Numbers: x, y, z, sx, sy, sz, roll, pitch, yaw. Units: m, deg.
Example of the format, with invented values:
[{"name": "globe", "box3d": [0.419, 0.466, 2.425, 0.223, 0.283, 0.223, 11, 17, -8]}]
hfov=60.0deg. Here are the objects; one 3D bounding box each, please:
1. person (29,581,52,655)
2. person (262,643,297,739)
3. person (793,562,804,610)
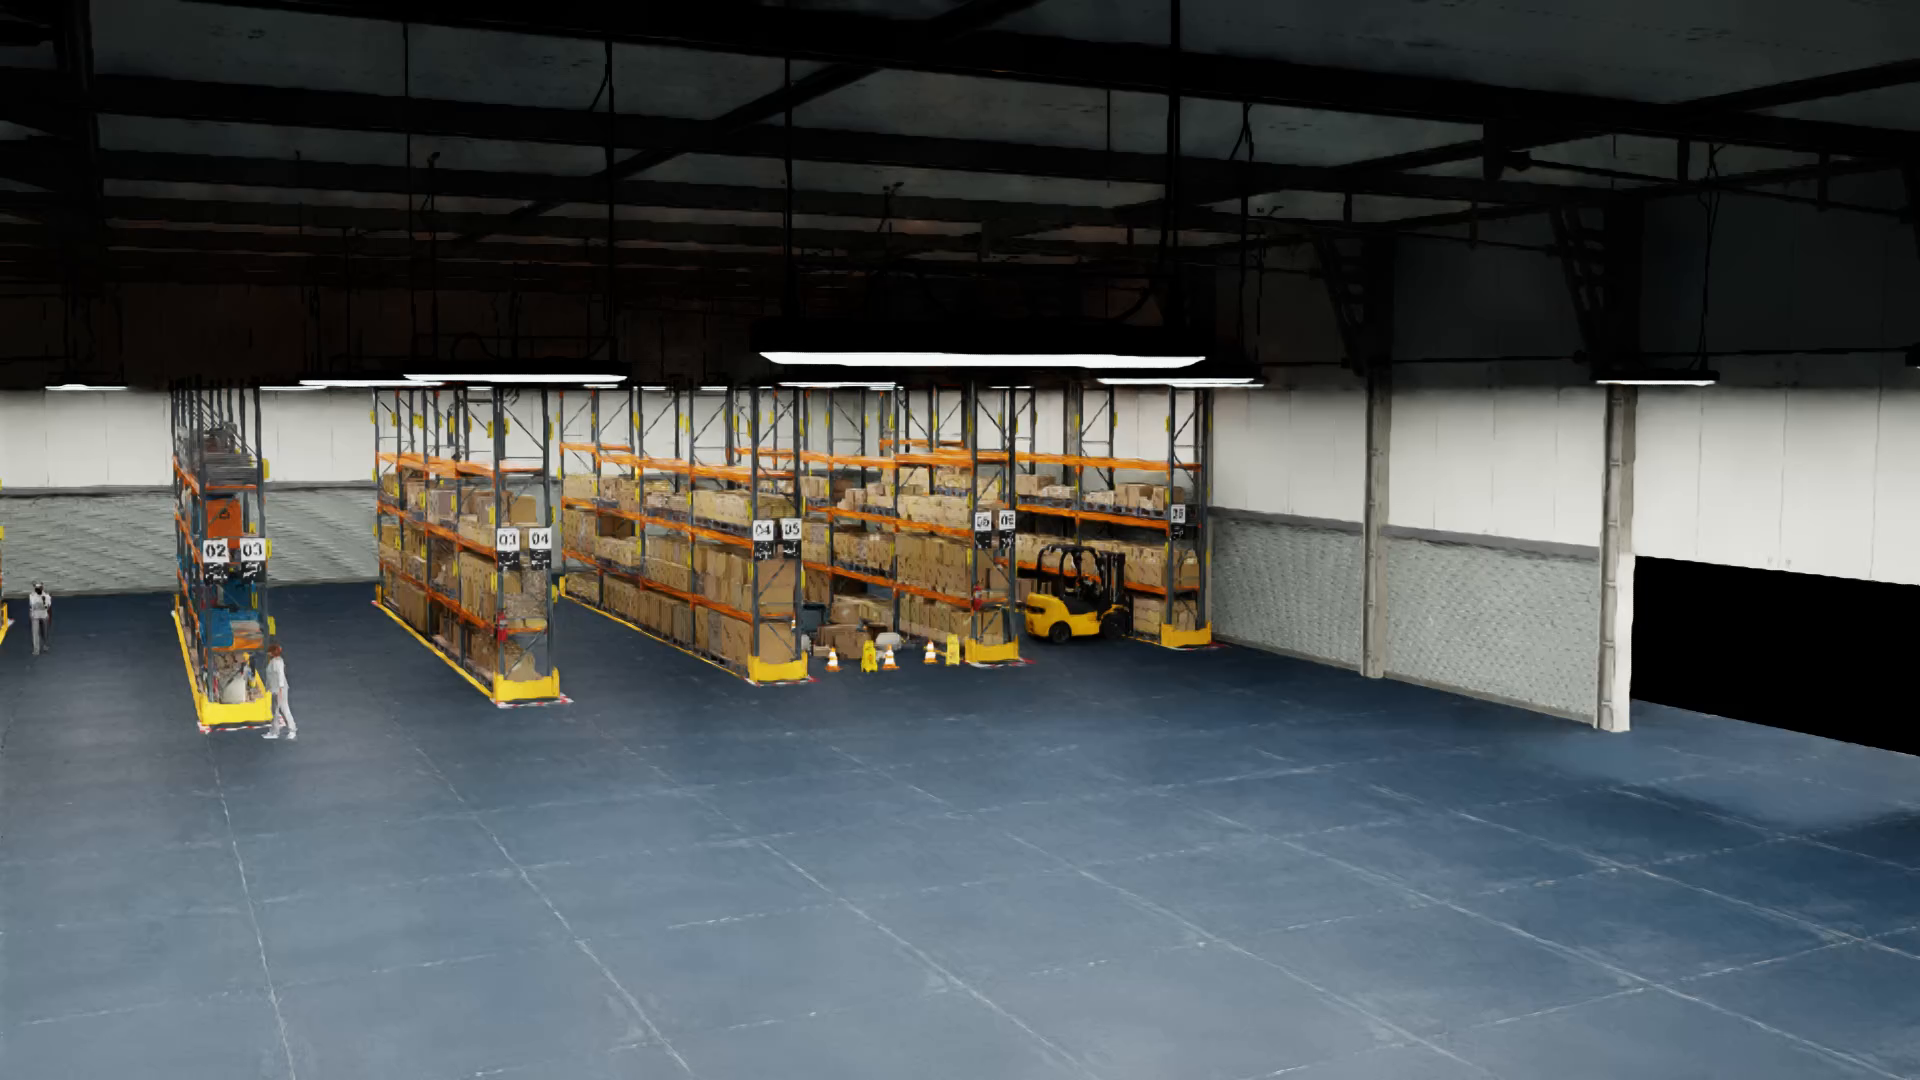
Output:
[{"name": "person", "box3d": [-20.113, 1.679, 36.386, 0.445, 1.587, 1.079, -3, 6, -29]}, {"name": "person", "box3d": [-11.234, 2.488, 27.425, 0.478, 1.593, 0.532, -4, 6, -36]}, {"name": "person", "box3d": [-4.133, 1.115, 41.749, 0.581, 1.768, 0.641, 0, 5, -3]}]
